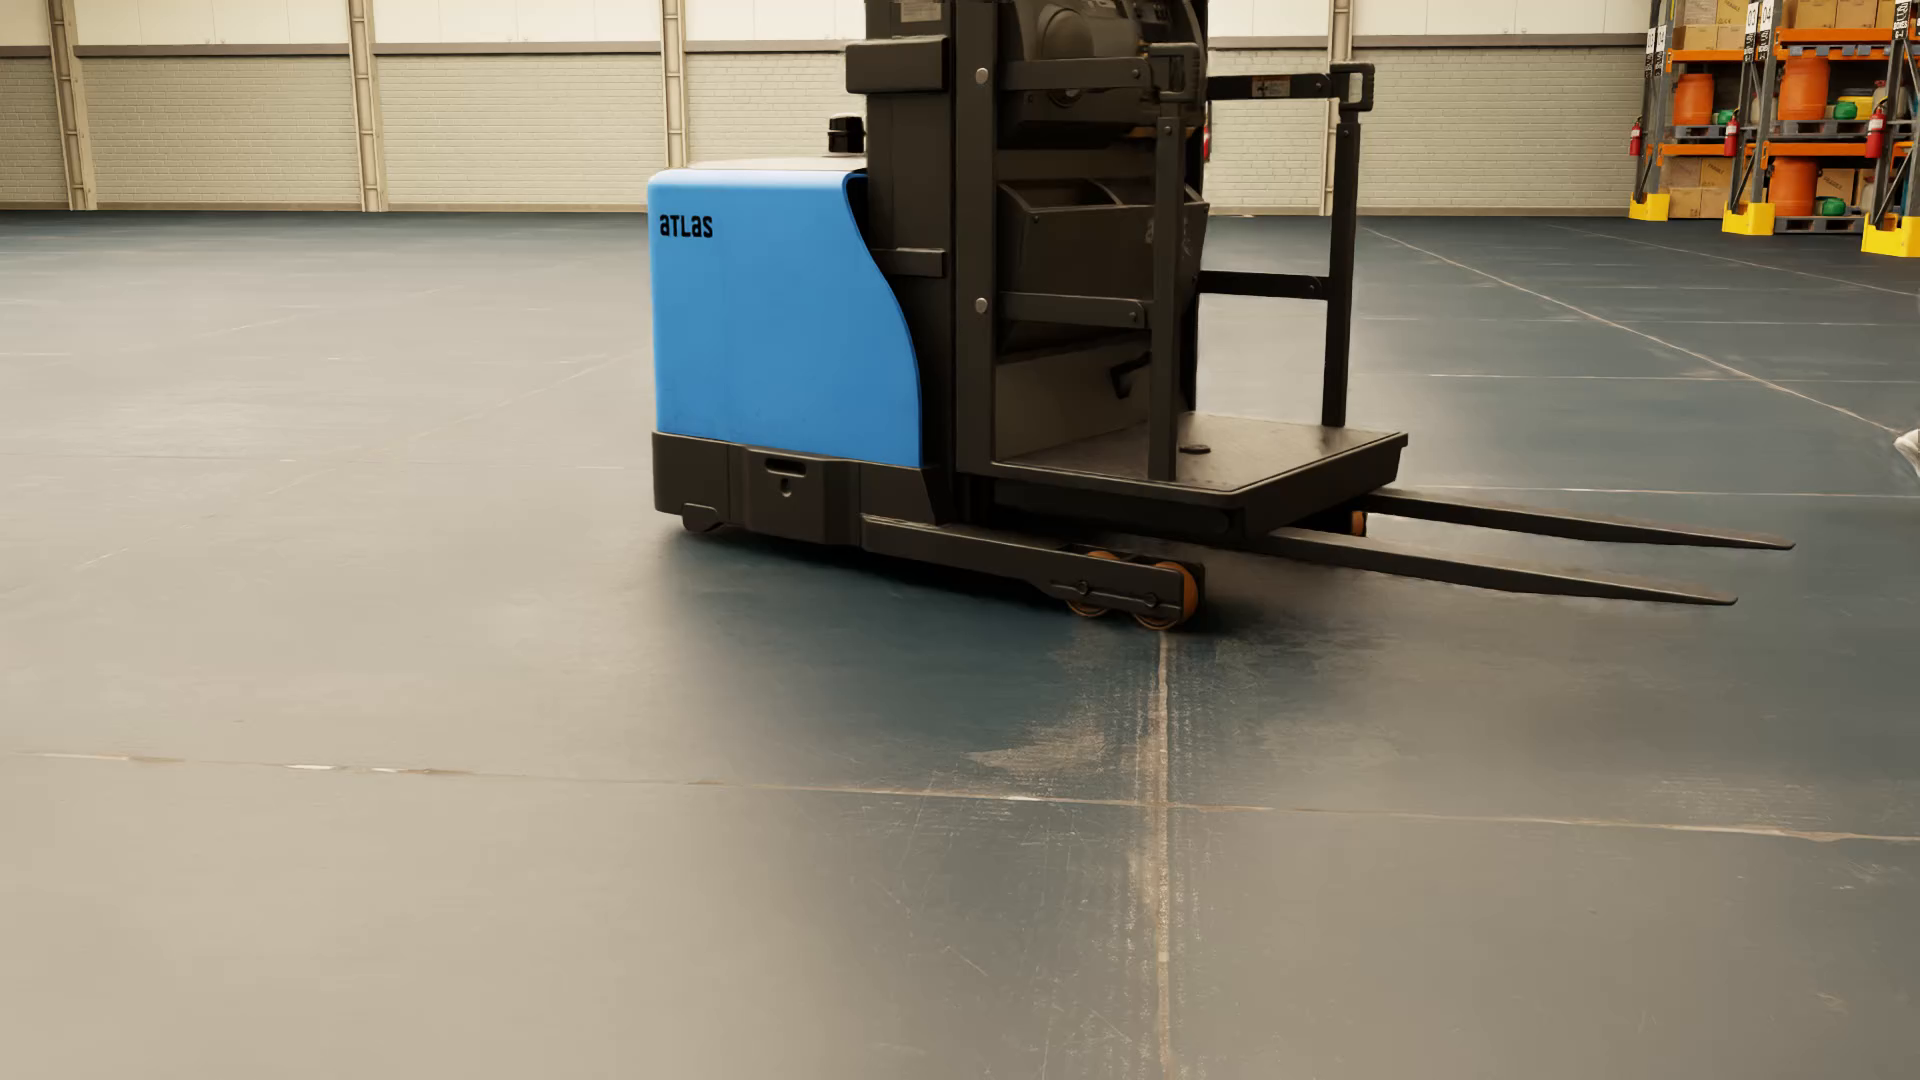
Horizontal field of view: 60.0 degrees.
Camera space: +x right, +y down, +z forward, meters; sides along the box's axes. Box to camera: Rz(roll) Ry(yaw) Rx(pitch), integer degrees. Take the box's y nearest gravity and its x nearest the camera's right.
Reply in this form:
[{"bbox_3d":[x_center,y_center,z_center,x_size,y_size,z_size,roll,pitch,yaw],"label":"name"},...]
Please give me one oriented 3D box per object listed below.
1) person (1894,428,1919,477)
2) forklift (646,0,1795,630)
[{"bbox_3d":[3.227,-0.676,4.646,0.468,1.543,1.042,-3,13,-12],"label":"person"},{"bbox_3d":[0.560,-1.346,4.264,3.031,2.935,1.130,9,16,35],"label":"forklift"}]
